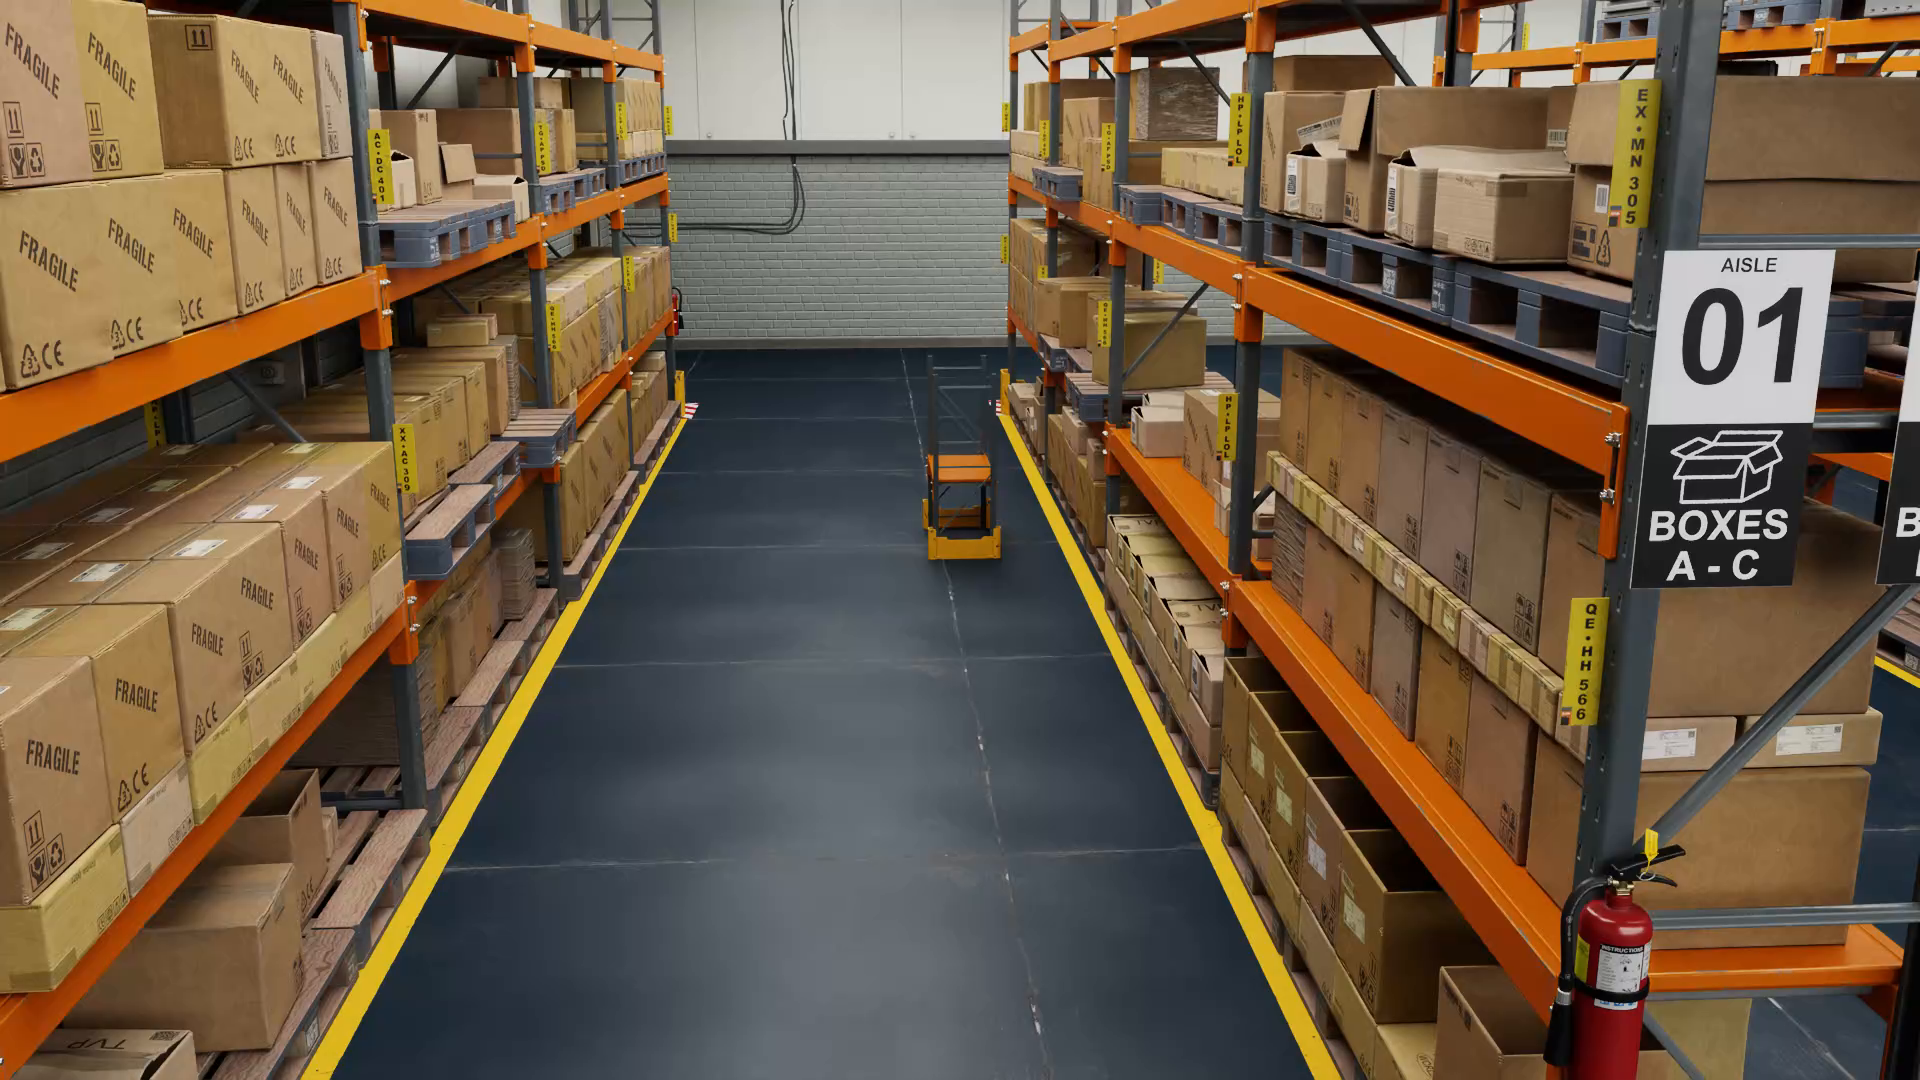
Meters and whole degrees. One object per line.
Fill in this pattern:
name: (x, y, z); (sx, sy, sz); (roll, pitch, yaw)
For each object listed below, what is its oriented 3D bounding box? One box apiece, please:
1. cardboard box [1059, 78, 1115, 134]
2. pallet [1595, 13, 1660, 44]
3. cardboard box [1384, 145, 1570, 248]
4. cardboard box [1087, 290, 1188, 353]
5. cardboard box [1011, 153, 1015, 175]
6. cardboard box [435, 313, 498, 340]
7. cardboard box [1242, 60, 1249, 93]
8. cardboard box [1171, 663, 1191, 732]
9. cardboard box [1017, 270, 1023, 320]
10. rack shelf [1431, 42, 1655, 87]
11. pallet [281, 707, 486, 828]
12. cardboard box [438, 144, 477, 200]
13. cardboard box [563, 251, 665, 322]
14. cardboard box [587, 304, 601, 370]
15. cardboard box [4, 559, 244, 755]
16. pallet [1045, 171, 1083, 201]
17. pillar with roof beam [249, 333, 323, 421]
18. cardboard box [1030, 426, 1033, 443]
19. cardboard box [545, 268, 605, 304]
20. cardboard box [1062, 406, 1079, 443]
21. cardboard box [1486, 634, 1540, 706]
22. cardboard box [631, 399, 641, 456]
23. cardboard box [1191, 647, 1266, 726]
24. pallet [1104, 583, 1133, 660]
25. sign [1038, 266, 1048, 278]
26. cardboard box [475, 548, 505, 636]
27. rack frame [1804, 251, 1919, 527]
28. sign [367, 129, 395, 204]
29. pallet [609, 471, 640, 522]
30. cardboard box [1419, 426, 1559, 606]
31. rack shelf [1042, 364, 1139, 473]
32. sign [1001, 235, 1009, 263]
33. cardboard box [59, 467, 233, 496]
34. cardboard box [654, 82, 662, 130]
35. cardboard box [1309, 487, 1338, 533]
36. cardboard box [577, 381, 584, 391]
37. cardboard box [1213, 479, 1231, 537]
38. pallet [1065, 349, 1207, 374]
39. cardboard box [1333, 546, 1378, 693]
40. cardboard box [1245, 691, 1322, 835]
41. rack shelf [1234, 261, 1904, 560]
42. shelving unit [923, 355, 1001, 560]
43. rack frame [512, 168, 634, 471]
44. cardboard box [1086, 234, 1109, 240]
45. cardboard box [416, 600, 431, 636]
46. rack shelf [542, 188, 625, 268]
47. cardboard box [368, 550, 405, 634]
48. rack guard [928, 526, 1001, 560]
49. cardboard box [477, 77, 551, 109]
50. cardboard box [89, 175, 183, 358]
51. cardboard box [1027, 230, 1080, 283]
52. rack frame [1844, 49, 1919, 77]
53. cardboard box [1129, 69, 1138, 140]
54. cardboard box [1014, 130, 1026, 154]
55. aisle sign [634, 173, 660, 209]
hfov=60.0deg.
cardboard box: (1.255, -4.122, 15.799); (0.700, 0.500, 0.500); (-1, 14, -3)
pallet: (6.349, -4.506, 14.663); (1.003, 0.211, 1.213); (-1, 14, -3)
cardboard box: (1.698, -1.133, 5.445); (0.500, 0.311, 0.500); (1, 14, 3)
cardboard box: (1.494, -1.829, 14.073); (0.700, 0.500, 0.500); (-5, 15, -18)
cardboard box: (0.853, -4.259, 18.841); (0.500, 0.250, 0.500); (-1, 14, -3)
cardboard box: (-3.322, -1.434, 11.195); (0.380, 0.149, 0.250); (-3, 15, -11)
cardboard box: (1.762, -2.268, 8.756); (0.500, 0.500, 0.500); (1, 14, 2)
cardboard box: (1.474, 0.877, 9.272); (0.500, 0.250, 0.500); (-1, 14, -4)
cardboard box: (0.905, -2.692, 18.267); (0.500, 0.500, 0.500); (-1, 14, -4)
rack shelf: (6.143, -4.952, 17.460); (1.077, 0.370, 4.000); (-1, 14, -3)
pallet: (-3.175, 1.208, 8.908); (1.003, 0.211, 1.213); (-1, 14, -3)
cardboard box: (-3.385, -2.132, 10.027); (0.797, 0.503, 0.637); (1, 14, 4)
cardboard box: (-3.771, -2.771, 18.175); (0.980, 0.700, 0.700); (-1, 14, -4)
cardboard box: (-3.240, -1.654, 13.597); (0.500, 0.500, 0.500); (0, 14, -2)
cardboard box: (-2.653, 0.371, 5.322); (0.500, 0.500, 0.500); (-1, 14, -5)
pallet: (1.361, -2.956, 13.854); (1.213, 0.211, 1.003); (-1, 14, -3)
pillar with roof beam: (0.141, -3.579, 9.877); (9.100, 9.000, 0.400); (-1, 14, -3)
cardboard box: (0.922, -1.078, 17.035); (0.380, 0.149, 0.250); (-1, 14, -3)
cardboard box: (-3.283, -2.137, 13.971); (0.500, 0.250, 0.500); (-1, 14, -2)
cardboard box: (1.172, -1.009, 14.556); (0.500, 0.250, 0.500); (-1, 14, -3)
cardboard box: (1.819, 0.385, 5.007); (0.380, 0.149, 0.250); (-1, 14, -4)
cardboard box: (-3.565, -1.119, 16.529); (0.700, 0.500, 0.500); (-1, 14, -3)
cardboard box: (1.508, 0.734, 8.704); (0.500, 0.311, 0.500); (-1, 14, -3)
pallet: (1.583, 0.535, 11.525); (1.003, 0.211, 1.213); (-1, 14, -3)
sign: (0.782, -2.425, 15.694); (0.100, 0.325, 0.005); (-1, 14, -3)
cardboard box: (-3.360, 0.362, 10.733); (0.700, 0.500, 0.500); (-1, 14, -4)
rack frame: (6.515, -1.097, 12.269); (1.000, 3.000, 0.127); (-1, 14, -3)
sign: (-2.584, -1.662, 7.410); (0.100, 0.325, 0.005); (-1, 14, -3)
pallet: (-3.498, -0.397, 15.147); (1.003, 0.211, 1.213); (-1, 14, -3)
cardboard box: (1.977, -0.094, 5.567); (0.700, 0.500, 0.500); (-1, 14, -3)
rack shelf: (1.447, -1.170, 13.998); (1.077, 0.370, 4.000); (-1, 14, -3)
sign: (0.534, -3.422, 19.567); (0.100, 0.325, 0.005); (-1, 14, -3)
cardboard box: (-3.276, 0.000, 6.764); (0.500, 0.500, 0.500); (-1, 14, -4)
cardboard box: (-3.551, -4.751, 18.203); (0.500, 0.500, 0.500); (-1, 14, -4)
cardboard box: (1.693, -0.127, 6.999); (0.380, 0.149, 0.250); (-1, 14, -4)
cardboard box: (-3.268, -1.299, 13.517); (0.380, 0.149, 0.250); (-1, 14, -3)
cardboard box: (1.581, -0.177, 8.964); (0.396, 0.266, 0.258); (-1, 14, -5)
pallet: (1.446, -1.412, 13.879); (1.003, 0.211, 1.213); (-1, 14, -3)
cardboard box: (1.919, 0.291, 6.673); (0.700, 0.500, 0.500); (-1, 14, -3)
cardboard box: (1.574, 0.983, 7.356); (0.500, 0.500, 0.500); (-1, 14, -3)
rack shelf: (1.943, -0.633, 5.892); (1.077, 0.370, 4.000); (-1, 14, -3)
shelving unit: (0.005, -0.707, 13.766); (0.587, 1.500, 1.083); (-1, 14, -3)
rack frame: (-3.621, -1.939, 15.541); (1.000, 3.000, 0.127); (-1, 14, -3)
cardboard box: (1.542, -2.798, 16.676); (0.500, 0.500, 0.500); (-1, 14, -5)
cardboard box: (-3.218, 0.393, 9.107); (0.500, 0.250, 0.500); (-1, 14, -5)
rack shelf: (-3.497, -2.545, 13.323); (1.077, 0.370, 4.000); (-1, 14, -3)
cardboard box: (-2.793, 0.227, 7.385); (0.500, 0.250, 0.500); (-1, 14, -3)
rack guard: (0.036, 0.022, 13.440); (0.587, 0.250, 0.087); (-1, 14, -3)
cardboard box: (-3.648, -3.658, 13.615); (0.500, 0.250, 0.500); (-1, 14, -5)
cardboard box: (-2.682, -0.815, 4.914); (0.500, 0.500, 0.500); (0, 14, -1)
cardboard box: (0.968, -2.923, 17.160); (0.500, 0.500, 0.500); (-1, 14, -3)
rack frame: (10.963, -6.068, 19.551); (1.000, 3.000, 0.127); (-1, 14, -3)
cardboard box: (1.519, -3.242, 12.379); (0.500, 0.500, 0.500); (-1, 14, -3)
cardboard box: (0.871, -4.377, 18.295); (0.500, 0.250, 0.500); (-1, 14, -3)
aisle sign: (-3.574, -4.215, 19.171); (0.394, 0.787, 0.004); (-1, 14, -3)
